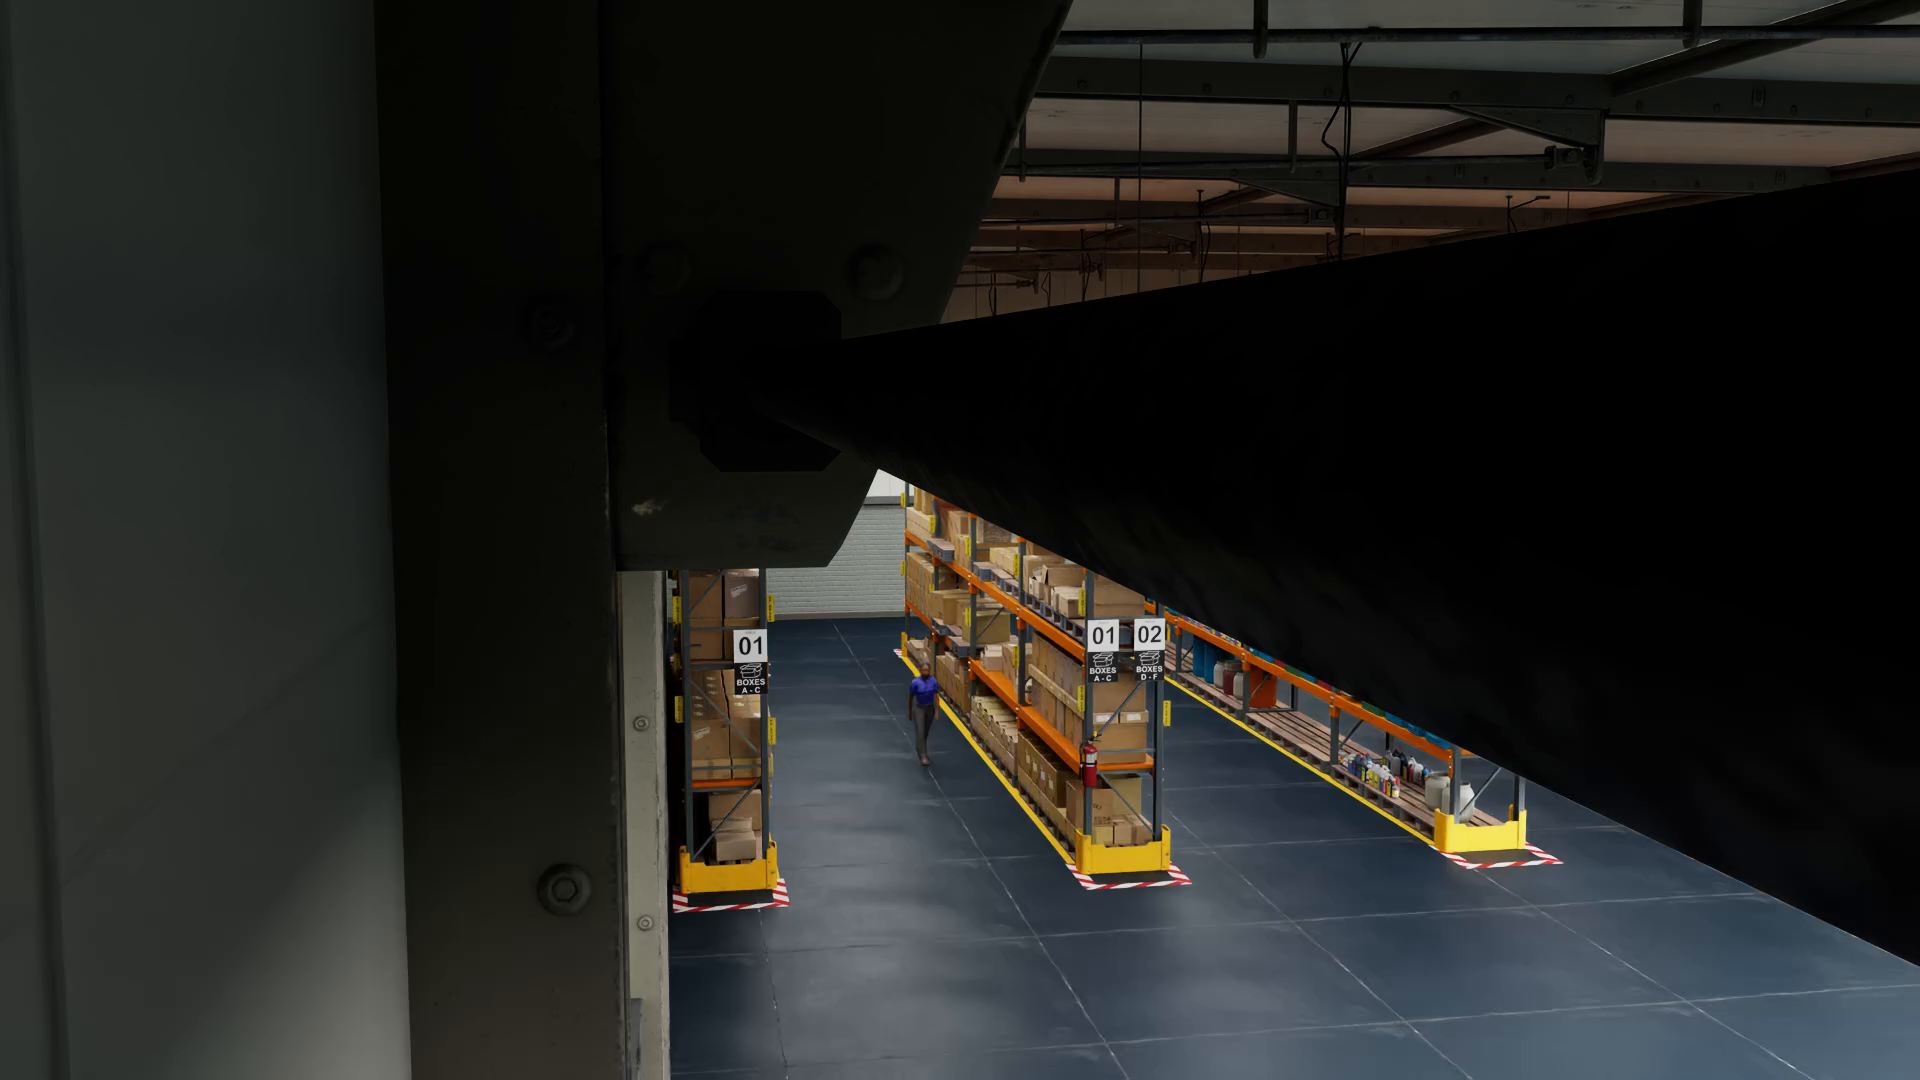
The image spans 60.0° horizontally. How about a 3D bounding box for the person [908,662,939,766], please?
[{"bbox_3d":[-0.553,2.750,26.615,0.474,1.605,0.976,-3,7,-26],"label":"person"}]
